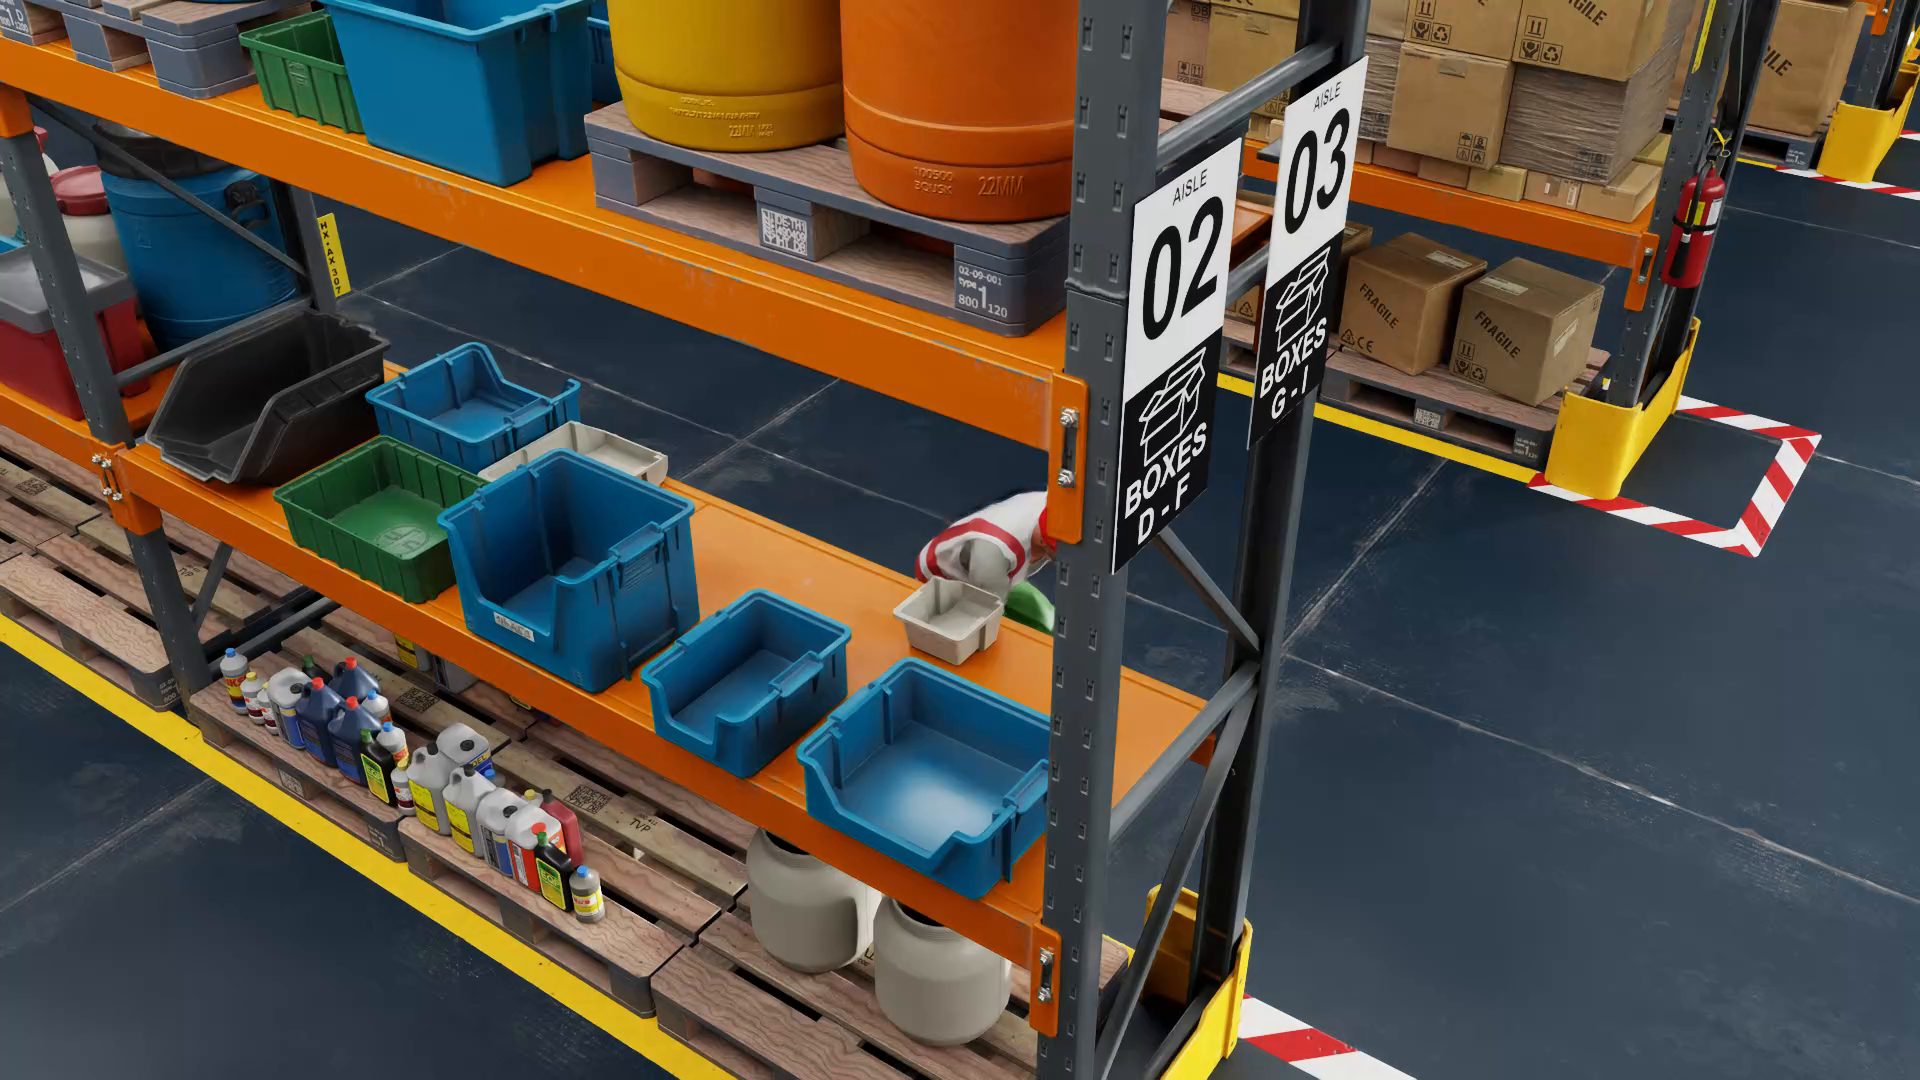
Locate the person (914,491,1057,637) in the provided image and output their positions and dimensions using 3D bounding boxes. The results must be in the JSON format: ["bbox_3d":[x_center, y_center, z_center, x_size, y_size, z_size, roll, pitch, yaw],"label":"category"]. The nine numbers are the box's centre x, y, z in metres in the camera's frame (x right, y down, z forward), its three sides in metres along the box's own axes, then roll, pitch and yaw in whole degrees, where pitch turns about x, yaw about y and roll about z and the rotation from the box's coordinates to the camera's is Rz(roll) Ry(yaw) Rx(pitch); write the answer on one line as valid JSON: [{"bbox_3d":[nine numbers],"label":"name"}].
[{"bbox_3d":[0.209,0.278,6.153,0.585,1.295,0.816,-22,40,-29],"label":"person"}]
